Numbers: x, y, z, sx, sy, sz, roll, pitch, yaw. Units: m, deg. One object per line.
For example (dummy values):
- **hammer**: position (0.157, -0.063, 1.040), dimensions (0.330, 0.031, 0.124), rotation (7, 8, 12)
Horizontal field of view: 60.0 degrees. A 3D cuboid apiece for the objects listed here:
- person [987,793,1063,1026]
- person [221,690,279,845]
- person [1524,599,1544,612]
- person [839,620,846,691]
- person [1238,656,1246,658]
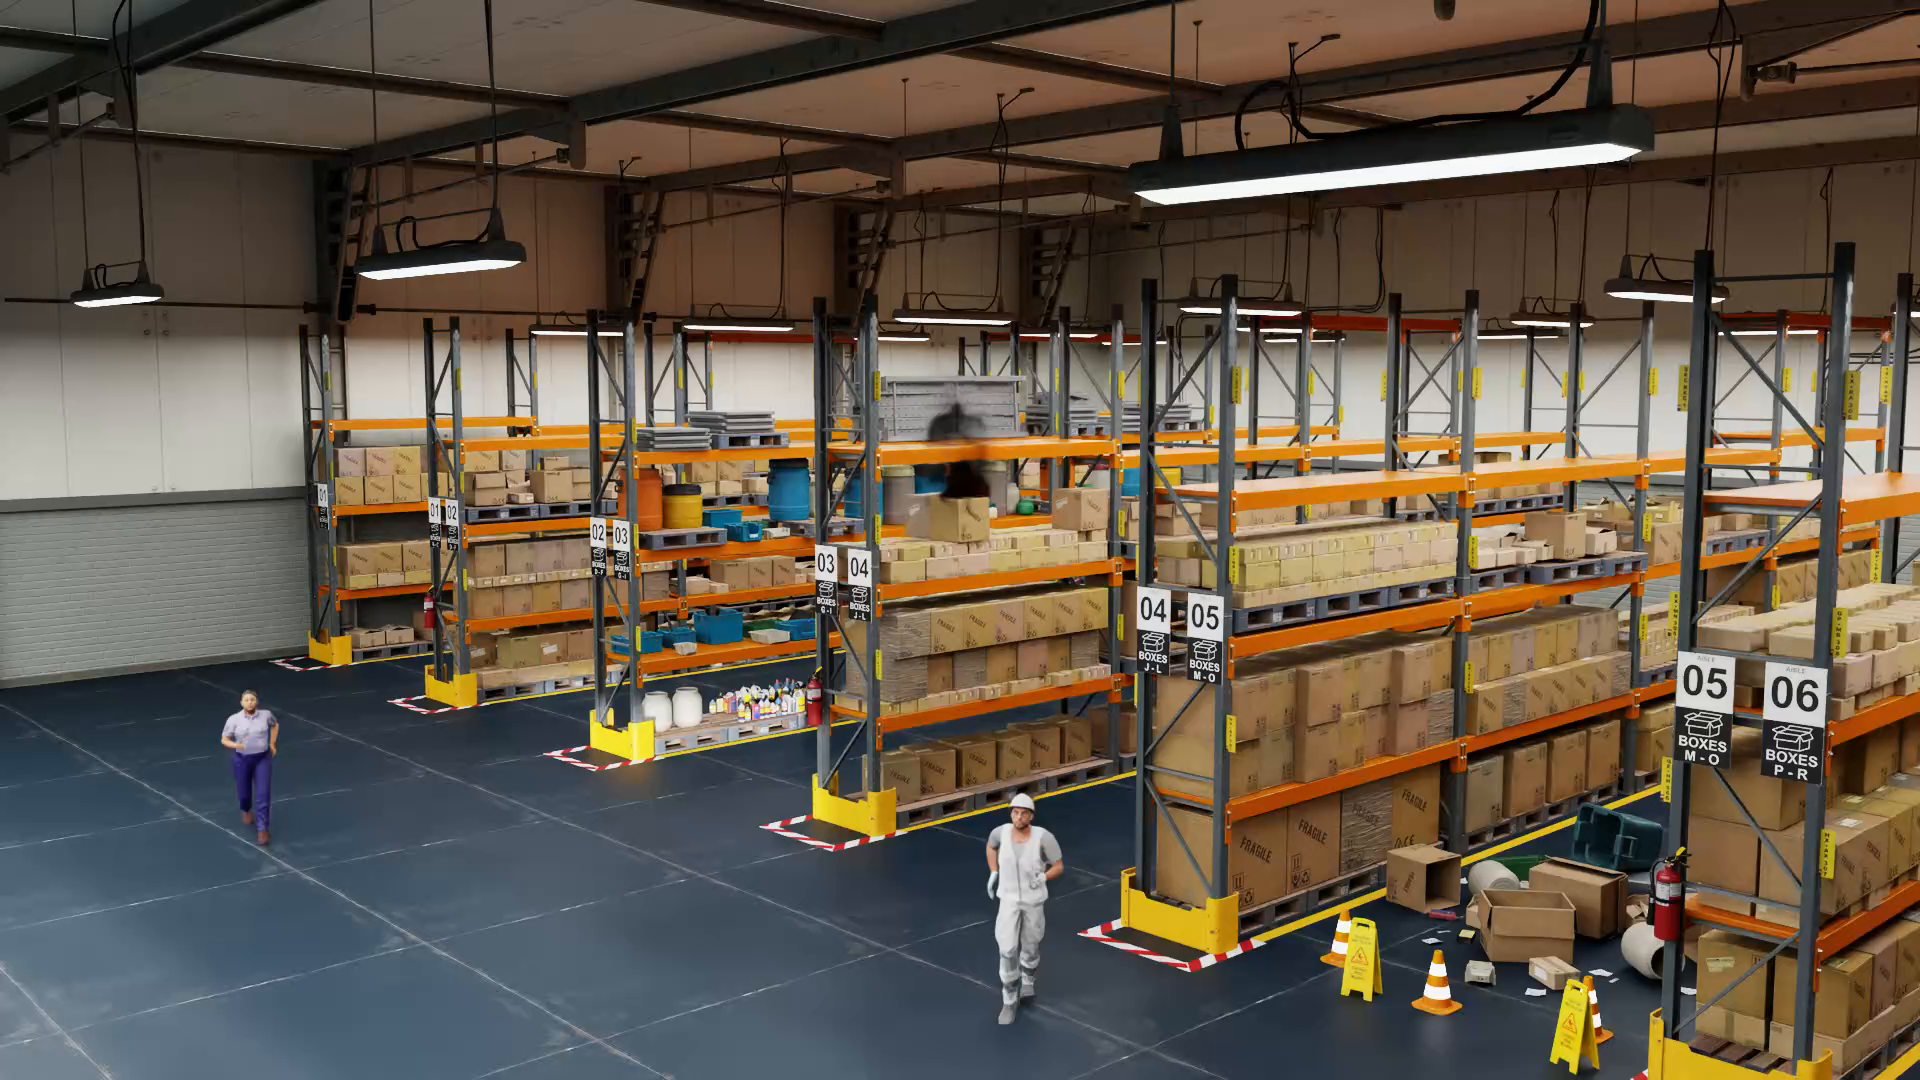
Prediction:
- **person**: position (0.513, 2.939, 13.384), dimensions (0.636, 1.844, 0.787), rotation (1, 6, 5)
- **person**: position (-7.840, 2.477, 18.421), dimensions (0.606, 1.646, 0.904), rotation (-3, 6, -27)
- **person**: position (8.956, 1.688, 25.821), dimensions (0.664, 1.785, 0.944), rotation (5, 7, 38)
- **person**: position (-1.682, 1.576, 27.245), dimensions (0.606, 1.666, 0.924), rotation (5, 8, 42)
- **person**: position (3.368, 2.284, 19.886), dimensions (0.642, 1.816, 0.730), rotation (4, 7, 36)
